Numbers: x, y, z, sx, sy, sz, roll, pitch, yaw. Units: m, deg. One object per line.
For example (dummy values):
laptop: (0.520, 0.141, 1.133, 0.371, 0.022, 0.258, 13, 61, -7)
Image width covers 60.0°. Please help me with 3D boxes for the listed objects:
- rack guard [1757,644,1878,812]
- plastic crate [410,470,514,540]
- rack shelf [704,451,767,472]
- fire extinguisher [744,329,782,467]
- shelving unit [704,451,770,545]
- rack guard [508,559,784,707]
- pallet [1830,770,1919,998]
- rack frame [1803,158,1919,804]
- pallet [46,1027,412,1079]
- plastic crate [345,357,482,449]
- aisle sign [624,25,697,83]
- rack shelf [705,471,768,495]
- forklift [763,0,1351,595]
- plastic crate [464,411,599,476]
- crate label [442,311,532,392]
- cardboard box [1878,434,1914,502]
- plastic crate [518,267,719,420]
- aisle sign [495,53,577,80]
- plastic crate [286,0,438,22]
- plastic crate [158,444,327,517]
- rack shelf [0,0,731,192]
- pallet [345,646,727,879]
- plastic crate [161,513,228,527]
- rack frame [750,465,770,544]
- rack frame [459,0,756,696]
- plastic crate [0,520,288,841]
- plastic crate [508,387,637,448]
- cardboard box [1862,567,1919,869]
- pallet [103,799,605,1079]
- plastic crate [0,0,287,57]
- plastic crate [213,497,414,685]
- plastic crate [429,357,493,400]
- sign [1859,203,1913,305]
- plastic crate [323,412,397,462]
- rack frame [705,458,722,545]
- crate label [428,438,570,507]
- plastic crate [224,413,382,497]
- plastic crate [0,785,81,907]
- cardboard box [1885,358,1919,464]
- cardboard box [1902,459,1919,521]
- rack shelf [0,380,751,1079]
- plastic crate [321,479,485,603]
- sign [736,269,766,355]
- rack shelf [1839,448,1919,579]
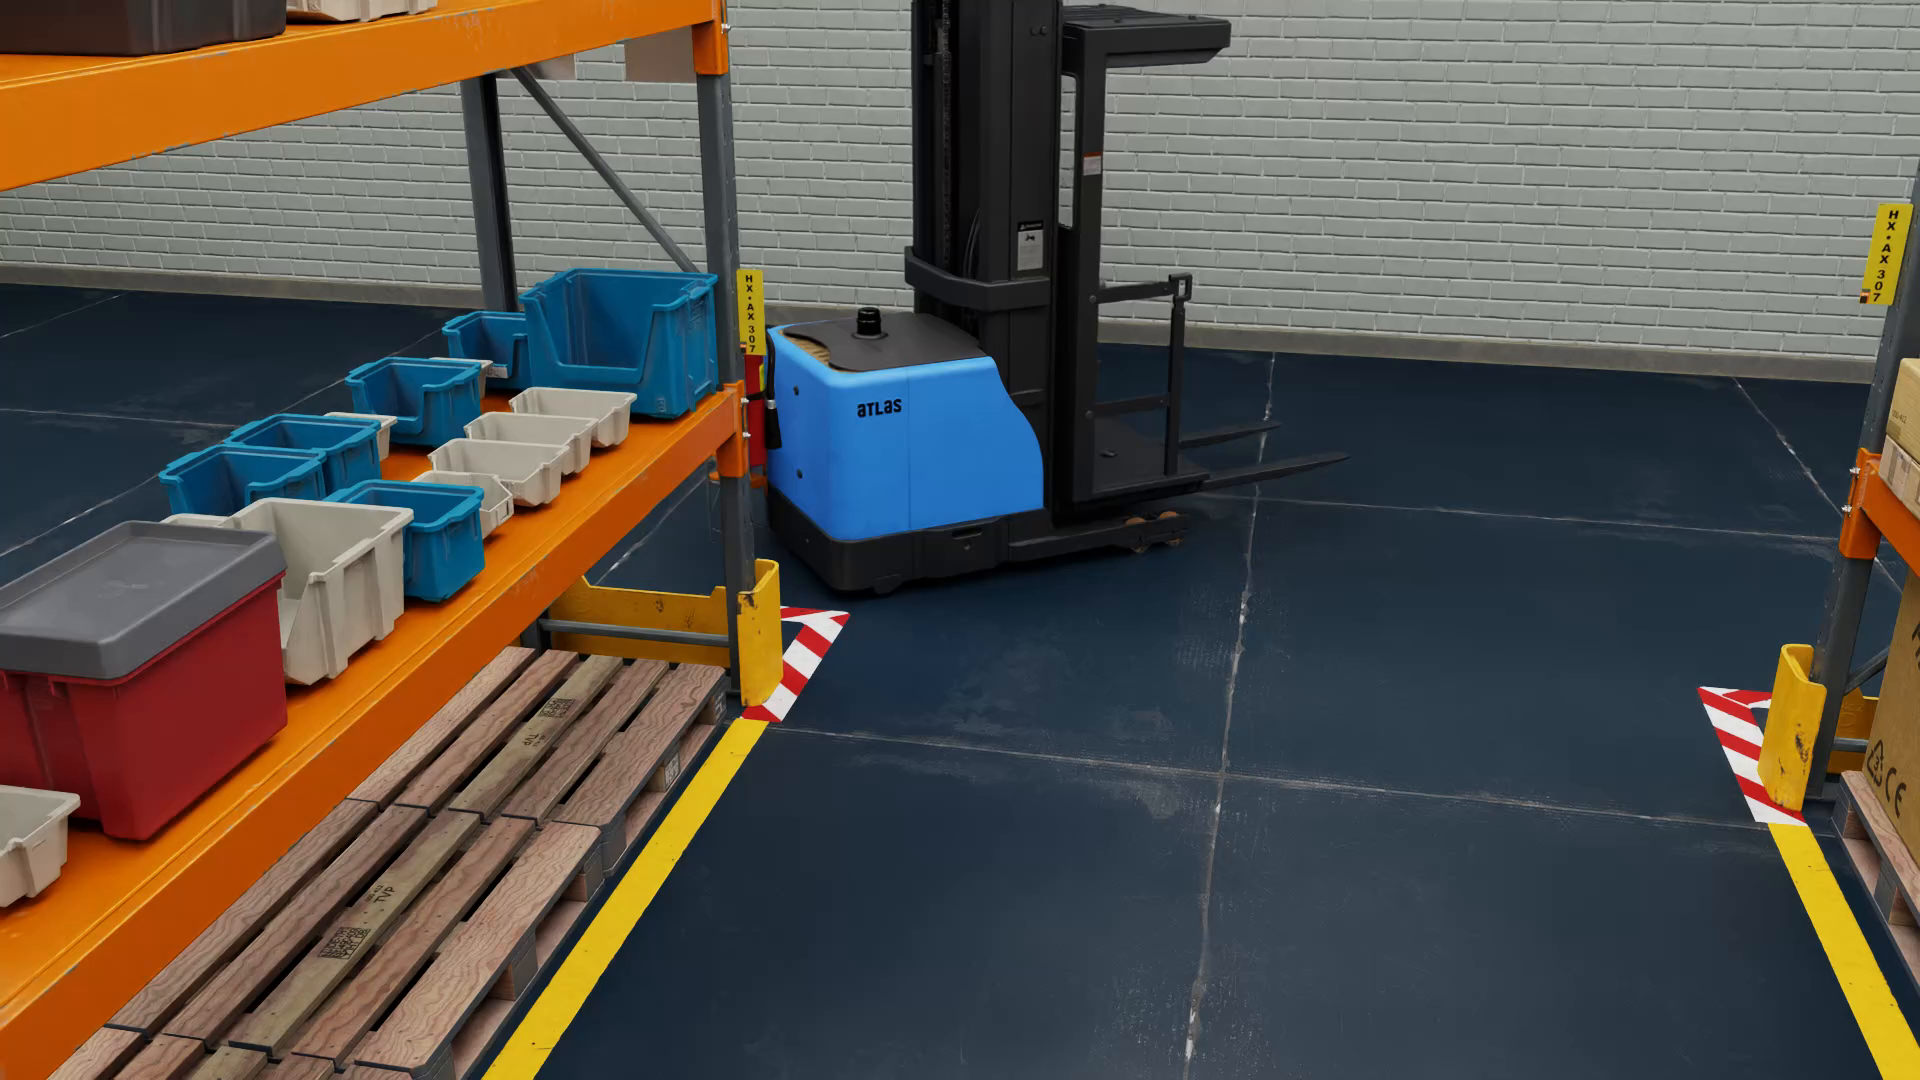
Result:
rack guard: (3.529, 0.714, 5.911, 1.175, 0.500, 0.348, 4, 22, 11)
plastic crate: (-1.462, -0.089, 4.833, 0.298, 0.136, 0.250, 4, 22, 11)
rack shelf: (-1.100, -0.387, 8.149, 0.258, 0.103, 0.180, 18, 28, 38)
fire extinguisher: (-0.849, -0.626, 6.495, 0.296, 0.674, 0.183, 4, 22, 11)
shelving unit: (-1.100, -0.540, 8.087, 0.258, 1.200, 0.189, 18, 28, 38)
rack guard: (-1.332, 0.336, 6.851, 1.175, 0.500, 0.348, 4, 22, 11)
pallet: (3.438, 1.155, 5.202, 1.003, 0.211, 1.213, 4, 22, 11)
rack frame: (3.524, -0.437, 5.422, 1.000, 3.000, 0.127, 4, 22, 11)
pallet: (-2.029, 1.670, 3.923, 1.003, 0.211, 1.213, 4, 22, 11)
plastic crate: (-1.831, -0.458, 5.620, 0.416, 0.233, 0.300, 4, 22, 11)
aisle sign: (-1.023, -2.024, 5.884, 0.394, 0.787, 0.004, 4, 22, 11)
rack shelf: (-1.100, -0.276, 8.194, 0.258, 0.103, 0.180, 18, 28, 38)
forklift: (0.582, -1.469, 8.077, 3.031, 2.935, 1.130, -10, 24, -24)
plastic crate: (-1.387, -0.303, 5.363, 0.396, 0.136, 0.243, 4, 22, 11)
crate label: (-1.697, -0.699, 6.218, 0.416, 0.233, 0.303, 4, 22, 11)
cardboard box: (3.129, -0.215, 5.209, 0.380, 0.149, 0.250, 5, 22, 12)
plastic crate: (-1.210, -0.722, 6.002, 0.616, 0.435, 0.499, 4, 22, 11)
aisle sign: (-1.601, -2.069, 5.996, 0.394, 0.787, 0.004, 4, 22, 11)
plastic crate: (-1.503, -1.309, 3.925, 0.437, 0.136, 0.530, 4, 22, 11)
plastic crate: (-2.027, -0.108, 4.750, 0.416, 0.233, 0.300, 4, 22, 11)
rack shelf: (-1.733, -1.140, 4.118, 1.077, 0.370, 4.000, 4, 22, 11)
pallet: (-1.531, 0.778, 6.139, 1.003, 0.211, 1.213, 4, 22, 11)
plastic crate: (-2.080, 0.084, 4.404, 0.293, 0.136, 0.466, 4, 22, 11)
rack frame: (-1.039, -0.565, 8.150, 0.240, 1.200, 0.006, 18, 28, 38)
rack frame: (-1.324, -0.814, 6.360, 1.000, 3.000, 0.127, 4, 22, 11)
plastic crate: (-1.713, 0.284, 3.468, 0.402, 0.464, 0.583, 4, 22, 11)
plastic crate: (-1.314, -0.408, 5.623, 0.396, 0.136, 0.243, 4, 22, 11)
cardboard box: (3.472, 0.594, 5.144, 0.875, 0.875, 0.875, 4, 22, 11)
pallet: (-1.782, 1.223, 5.035, 1.003, 0.211, 1.213, 4, 22, 11)
plastic crate: (-1.619, -1.115, 3.268, 0.497, 0.269, 0.590, 4, 22, 11)
plastic crate: (-1.649, 0.132, 4.090, 0.437, 0.282, 0.530, 4, 22, 11)
plastic crate: (-1.844, -0.543, 5.960, 0.250, 0.136, 0.298, 4, 22, 11)
sign: (2.982, -0.919, 5.356, 0.100, 0.325, 0.005, 4, 22, 11)
plastic crate: (-1.982, -0.295, 5.344, 0.250, 0.136, 0.298, 4, 22, 11)
rack frame: (-1.161, -0.514, 8.024, 0.240, 1.200, 0.006, 18, 28, 38)
crate label: (-1.420, -0.199, 5.105, 0.396, 0.136, 0.243, 4, 22, 11)
plastic crate: (-1.966, -0.218, 5.022, 0.416, 0.233, 0.300, 4, 22, 11)
plastic crate: (-1.906, 0.584, 3.161, 0.396, 0.136, 0.243, 4, 22, 11)
cardboard box: (3.162, -0.350, 5.010, 0.500, 0.250, 0.500, 4, 22, 9)
cardboard box: (3.078, -0.121, 4.976, 0.380, 0.149, 0.250, 4, 22, 10)
rack shelf: (-1.733, 0.251, 4.678, 1.077, 0.370, 4.000, 4, 22, 11)
plastic crate: (-1.492, 0.006, 4.466, 0.416, 0.233, 0.300, 4, 22, 11)
sign: (-0.783, -0.854, 6.240, 0.100, 0.325, 0.005, 4, 22, 11)
rack shelf: (3.116, 0.629, 3.740, 1.077, 0.370, 4.000, 4, 22, 11)
